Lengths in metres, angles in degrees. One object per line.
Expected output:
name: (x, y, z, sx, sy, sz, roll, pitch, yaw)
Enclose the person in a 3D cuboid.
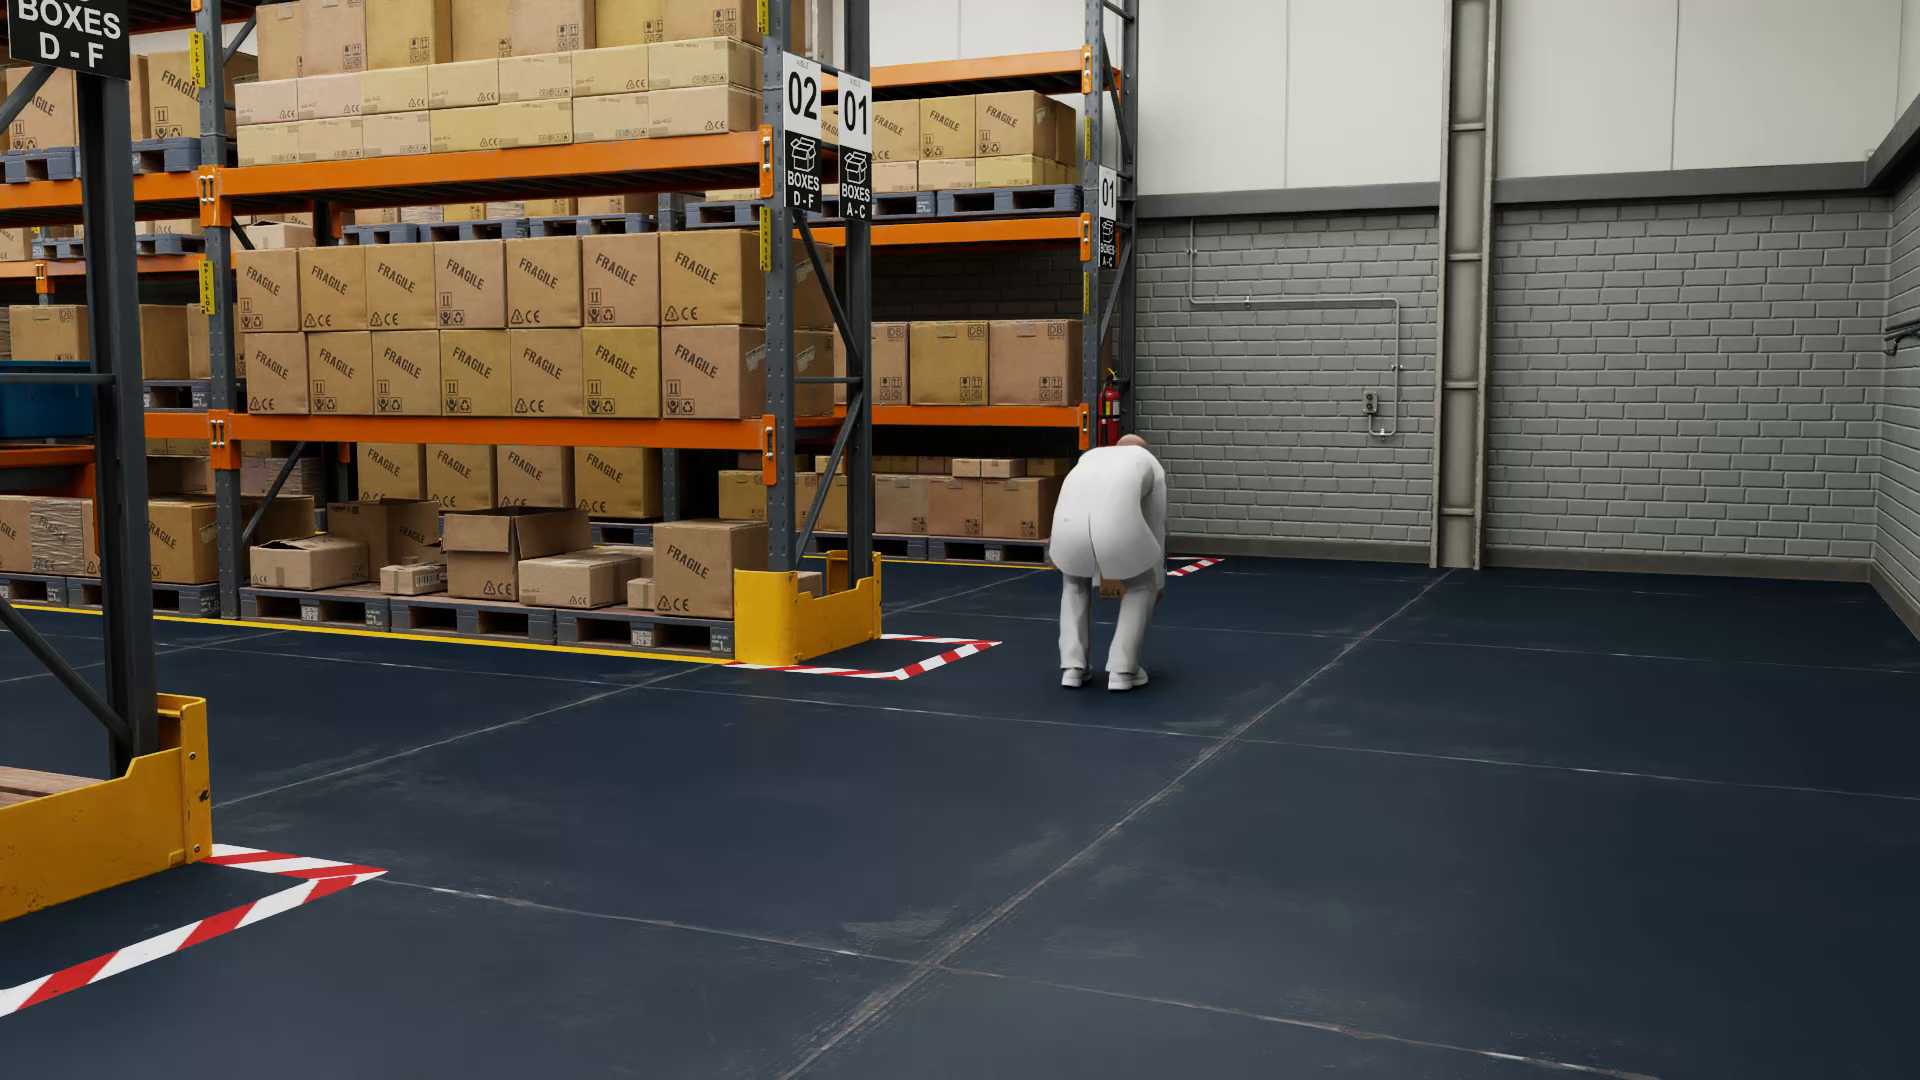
person: (0.780, 0.093, 8.386, 0.576, 1.231, 0.923, 2, 6, 21)
